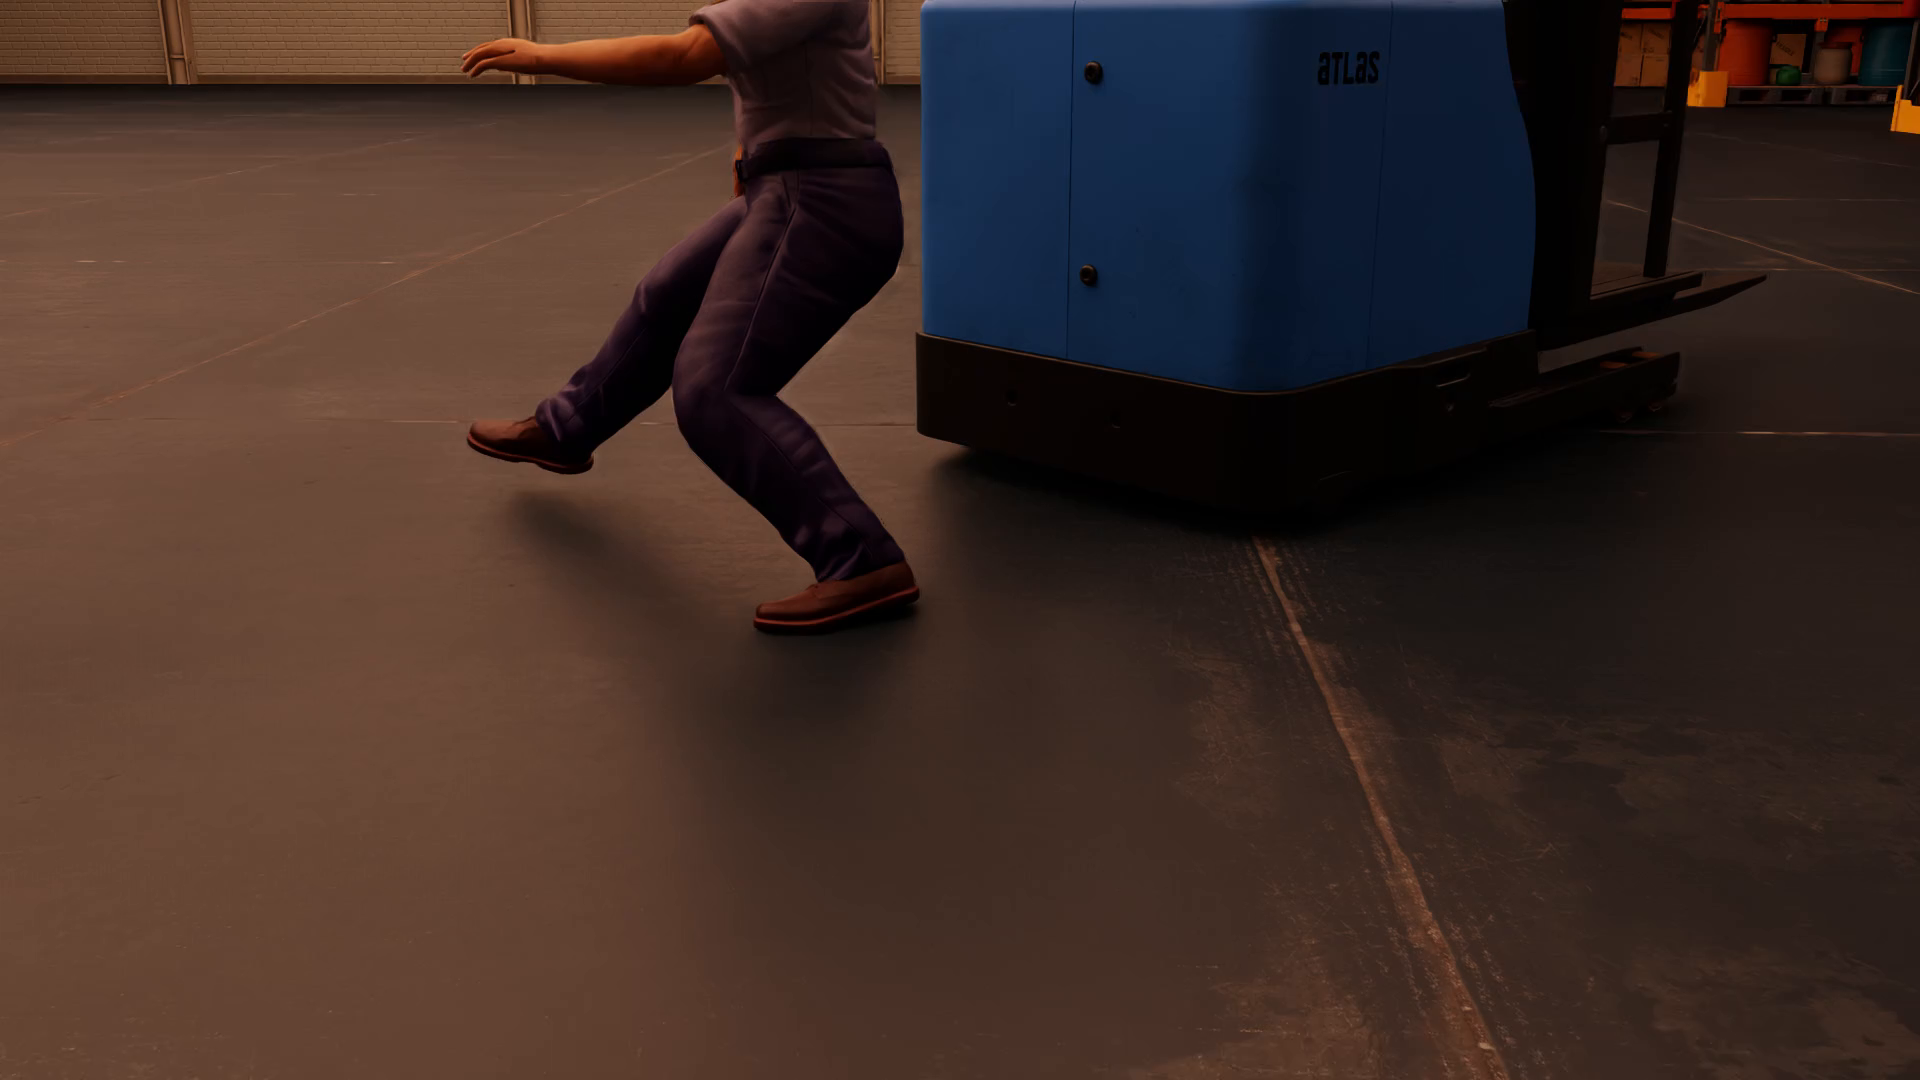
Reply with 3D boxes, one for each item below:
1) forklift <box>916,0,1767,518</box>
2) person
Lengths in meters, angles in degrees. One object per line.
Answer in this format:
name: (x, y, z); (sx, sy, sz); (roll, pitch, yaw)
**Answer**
forklift: (1.299, -1.800, 4.224); (3.031, 2.935, 1.130); (-16, 24, -42)
person: (-0.581, -0.629, 3.106); (1.045, 1.400, 0.942); (1, 17, 2)
